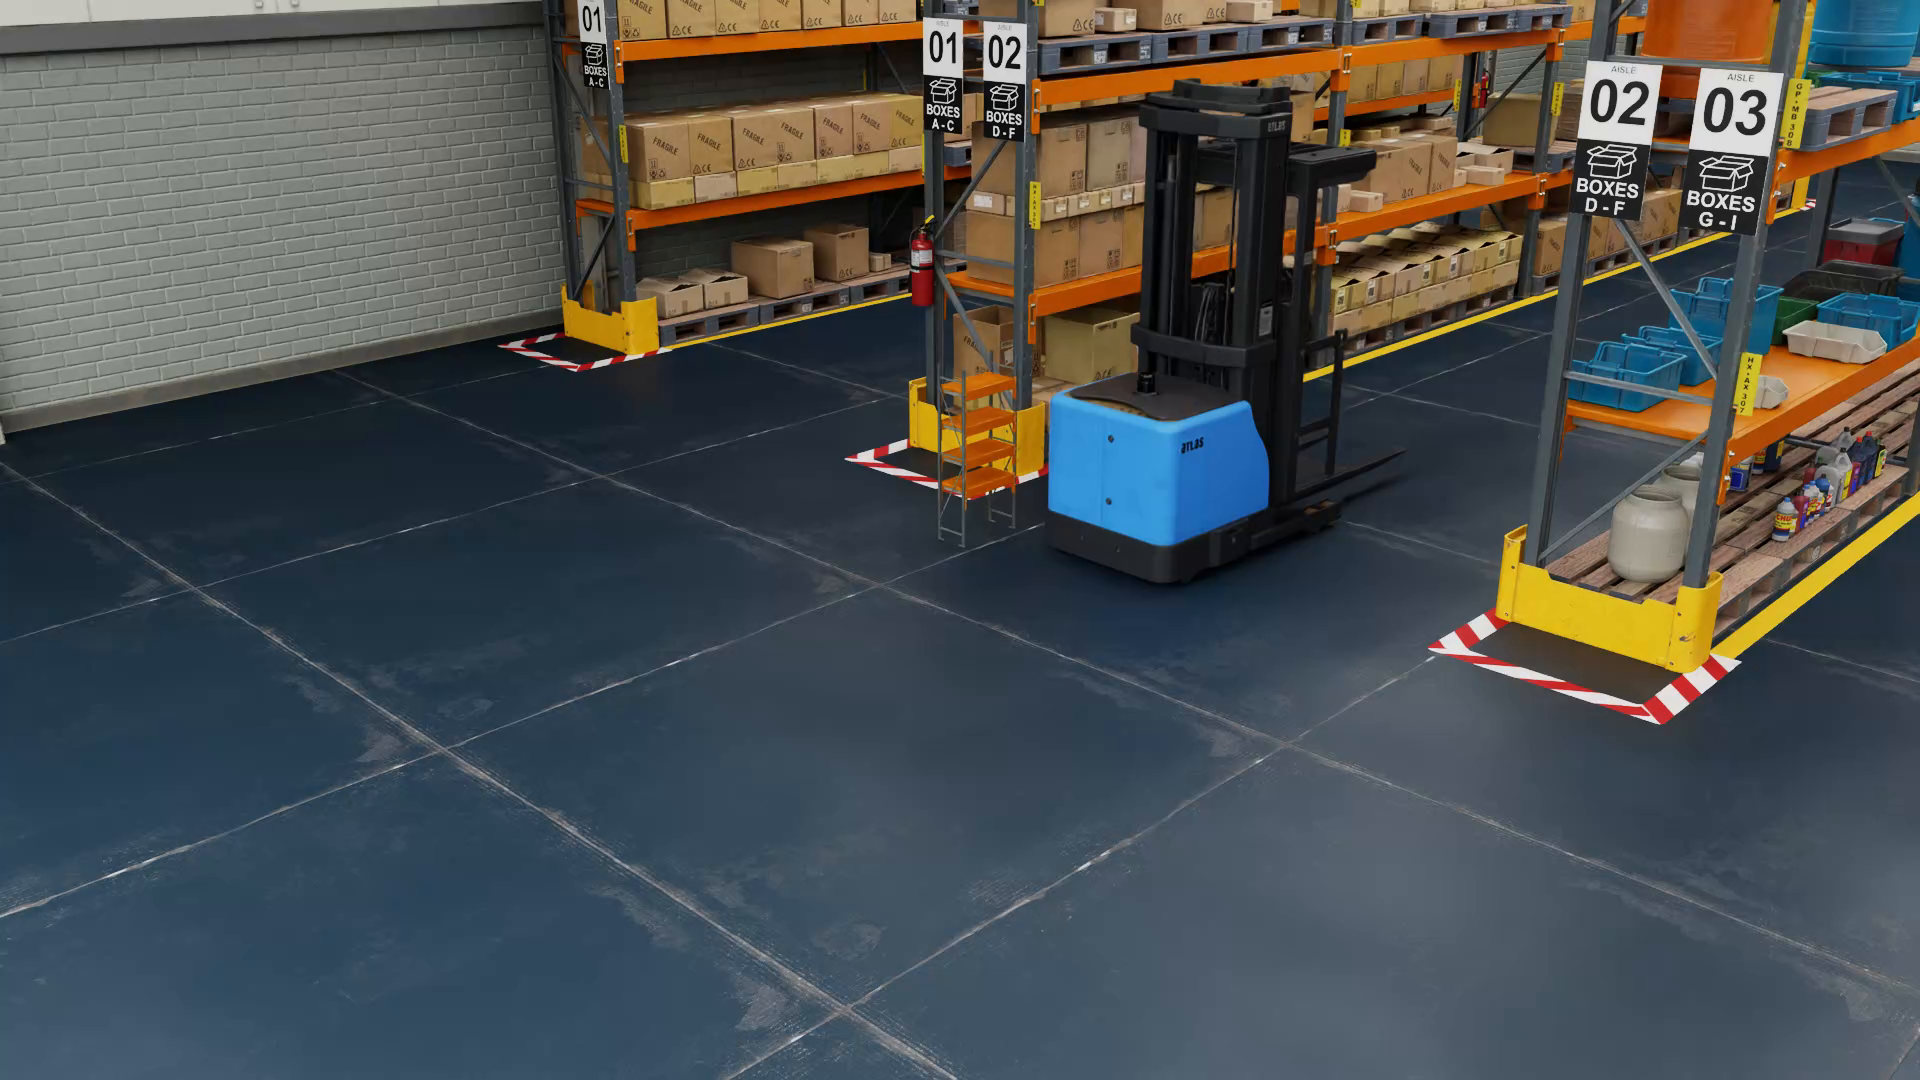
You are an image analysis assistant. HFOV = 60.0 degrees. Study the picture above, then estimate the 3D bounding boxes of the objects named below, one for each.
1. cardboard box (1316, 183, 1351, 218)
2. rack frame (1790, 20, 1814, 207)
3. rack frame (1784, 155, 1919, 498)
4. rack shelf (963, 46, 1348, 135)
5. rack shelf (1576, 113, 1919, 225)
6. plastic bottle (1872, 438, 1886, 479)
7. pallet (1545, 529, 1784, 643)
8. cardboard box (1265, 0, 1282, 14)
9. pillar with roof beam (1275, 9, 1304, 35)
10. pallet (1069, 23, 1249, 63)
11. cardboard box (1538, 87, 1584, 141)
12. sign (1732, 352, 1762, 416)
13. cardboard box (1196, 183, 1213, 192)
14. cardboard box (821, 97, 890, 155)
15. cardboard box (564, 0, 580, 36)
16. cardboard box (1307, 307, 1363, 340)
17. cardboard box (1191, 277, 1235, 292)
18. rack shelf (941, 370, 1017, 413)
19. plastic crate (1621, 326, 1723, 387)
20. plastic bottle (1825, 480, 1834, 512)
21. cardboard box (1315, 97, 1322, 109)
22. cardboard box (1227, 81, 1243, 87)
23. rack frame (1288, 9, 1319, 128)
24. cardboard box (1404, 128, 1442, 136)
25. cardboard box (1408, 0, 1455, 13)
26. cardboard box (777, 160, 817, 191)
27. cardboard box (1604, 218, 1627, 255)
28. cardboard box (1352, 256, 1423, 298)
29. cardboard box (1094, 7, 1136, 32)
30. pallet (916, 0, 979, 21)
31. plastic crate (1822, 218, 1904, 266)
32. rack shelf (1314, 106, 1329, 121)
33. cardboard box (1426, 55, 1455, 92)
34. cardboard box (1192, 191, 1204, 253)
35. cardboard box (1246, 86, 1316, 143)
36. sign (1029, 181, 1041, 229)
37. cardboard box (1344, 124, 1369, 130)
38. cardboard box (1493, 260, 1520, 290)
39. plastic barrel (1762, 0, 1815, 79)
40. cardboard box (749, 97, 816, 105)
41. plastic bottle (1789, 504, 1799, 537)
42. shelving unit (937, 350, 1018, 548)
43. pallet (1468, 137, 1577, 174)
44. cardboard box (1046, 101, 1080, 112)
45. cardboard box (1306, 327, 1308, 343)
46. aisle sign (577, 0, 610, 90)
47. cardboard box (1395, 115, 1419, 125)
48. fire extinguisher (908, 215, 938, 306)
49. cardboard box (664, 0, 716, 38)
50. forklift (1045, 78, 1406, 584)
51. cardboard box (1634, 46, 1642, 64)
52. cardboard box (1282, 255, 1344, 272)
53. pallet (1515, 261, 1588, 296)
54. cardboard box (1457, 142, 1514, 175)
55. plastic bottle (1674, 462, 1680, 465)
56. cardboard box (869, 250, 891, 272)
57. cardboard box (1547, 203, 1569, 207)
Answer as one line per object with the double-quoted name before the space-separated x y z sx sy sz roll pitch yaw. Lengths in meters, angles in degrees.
"cardboard box" 3.237 -3.151 15.301 0.500 0.250 0.500 -18 27 -39
"rack frame" 11.296 -6.168 22.942 1.000 3.000 0.127 19 28 41
"rack frame" 6.471 -1.843 11.689 1.000 3.000 0.127 19 28 41
"rack shelf" 1.530 -3.634 13.170 1.077 0.370 4.000 19 28 41
"rack shelf" 5.076 -2.393 9.942 1.077 0.370 4.000 19 28 41
"plastic bottle" 6.372 -0.574 11.561 0.133 0.283 0.061 -18 28 -39
"pallet" 4.271 0.248 10.135 1.003 0.211 1.213 19 28 41
"cardboard box" 2.385 -4.728 14.095 0.500 0.500 0.500 -17 27 -38
"pillar with roof beam" 7.907 -8.498 20.642 9.100 9.000 0.400 19 28 41
"pallet" 1.498 -3.905 12.995 1.003 0.211 1.213 19 28 41
"cardboard box" 6.849 -4.732 18.481 0.500 0.500 0.700 -14 25 -32
"sign" 4.072 -0.805 8.603 0.100 0.325 0.005 19 28 41
"cardboard box" 1.819 -2.915 13.433 0.250 0.149 0.380 -19 28 -40
"cardboard box" -1.079 -4.283 17.174 0.500 0.500 0.500 19 28 40
"cardboard box" -3.308 -4.921 15.349 0.500 0.500 0.500 -18 27 -38
"cardboard box" 3.384 -2.038 15.443 0.500 0.250 0.500 18 28 39
"cardboard box" 2.055 -1.917 14.084 0.500 0.500 0.500 19 28 41
"rack shelf" 0.115 -0.969 10.829 0.258 0.148 0.480 19 28 41
"plastic crate" 4.273 -1.115 10.001 0.499 0.251 0.408 19 28 41
"plastic bottle" 5.690 -0.294 10.946 0.097 0.201 0.097 0 21 0
"cardboard box" 4.762 -6.043 22.937 0.250 0.149 0.380 -20 28 -41
"cardboard box" 3.405 -5.866 21.574 0.500 0.500 0.500 19 28 40
"rack frame" 4.954 -6.379 23.490 1.000 3.000 0.127 19 28 41
"cardboard box" 6.979 -6.103 25.671 0.700 0.500 0.500 19 28 40
"cardboard box" 4.303 -5.086 15.569 0.500 0.250 0.500 16 26 36
"cardboard box" -1.783 -3.676 16.638 0.500 0.250 0.500 20 28 41
"cardboard box" 7.313 -3.595 19.118 0.500 0.500 0.500 18 27 39
"cardboard box" 4.105 -2.563 16.027 0.500 0.311 0.500 18 27 39
"cardboard box" 1.082 -3.858 12.320 0.380 0.149 0.250 19 28 41
"pallet" -0.120 -5.767 17.979 1.213 0.211 1.003 19 28 41
"plastic crate" 6.590 -2.074 12.200 0.402 0.464 0.583 19 28 41
"rack shelf" 3.559 -5.529 22.282 1.077 0.370 4.000 19 28 41
"cardboard box" 6.896 -7.224 25.270 0.980 0.700 0.700 19 28 40
"cardboard box" 1.547 -2.618 13.565 0.500 0.500 0.700 -19 28 -40
"cardboard box" 2.620 -3.620 14.365 0.700 0.500 0.500 19 28 41
"sign" 0.528 -2.356 11.707 0.100 0.325 0.005 19 28 41
"cardboard box" 5.855 -6.094 24.743 0.380 0.149 0.250 18 27 39
"cardboard box" 5.523 -2.828 17.499 0.500 0.250 0.500 -19 28 -41
"plastic barrel" 4.385 -2.824 9.212 0.600 0.588 0.600 0 21 0
"cardboard box" -1.819 -4.285 17.177 0.500 0.500 0.500 -19 28 -41
"plastic bottle" 5.241 -0.129 10.516 0.097 0.201 0.097 0 21 0
"shelving unit" 0.115 -0.603 10.970 0.258 1.200 0.503 19 28 41
"pallet" 6.138 -4.214 18.125 1.213 0.211 1.003 19 28 41
"cardboard box" 0.990 -5.154 19.550 0.700 0.500 0.500 19 28 41
"cardboard box" 2.758 -1.822 14.882 0.500 0.250 0.500 19 28 41
"aisle sign" -3.252 -4.414 14.755 0.394 0.787 0.004 19 28 41
"cardboard box" 6.919 -6.486 25.763 0.380 0.149 0.250 19 28 41
"fire extinguisher" -0.281 -2.105 12.479 0.296 0.674 0.183 19 28 41
"cardboard box" -2.605 -4.903 15.302 0.500 0.500 0.500 -18 27 -39
"forklift" 1.958 -1.533 10.979 3.031 2.935 1.130 -19 28 -41
"cardboard box" 8.673 -5.848 20.577 0.500 0.500 0.500 19 28 41
"cardboard box" 3.361 -2.569 16.044 0.500 0.311 0.500 -19 28 -41
"pallet" 6.263 -2.993 18.567 1.003 0.211 1.213 19 28 41
"cardboard box" 5.430 -3.988 17.393 0.500 0.311 0.500 -18 27 -39
"plastic bottle" 4.717 -0.369 11.026 0.133 0.283 0.061 -19 28 -41
"cardboard box" -0.979 -3.060 18.192 0.380 0.166 0.250 15 26 34
"cardboard box" 6.923 -3.719 19.441 0.500 0.500 0.500 18 27 39
